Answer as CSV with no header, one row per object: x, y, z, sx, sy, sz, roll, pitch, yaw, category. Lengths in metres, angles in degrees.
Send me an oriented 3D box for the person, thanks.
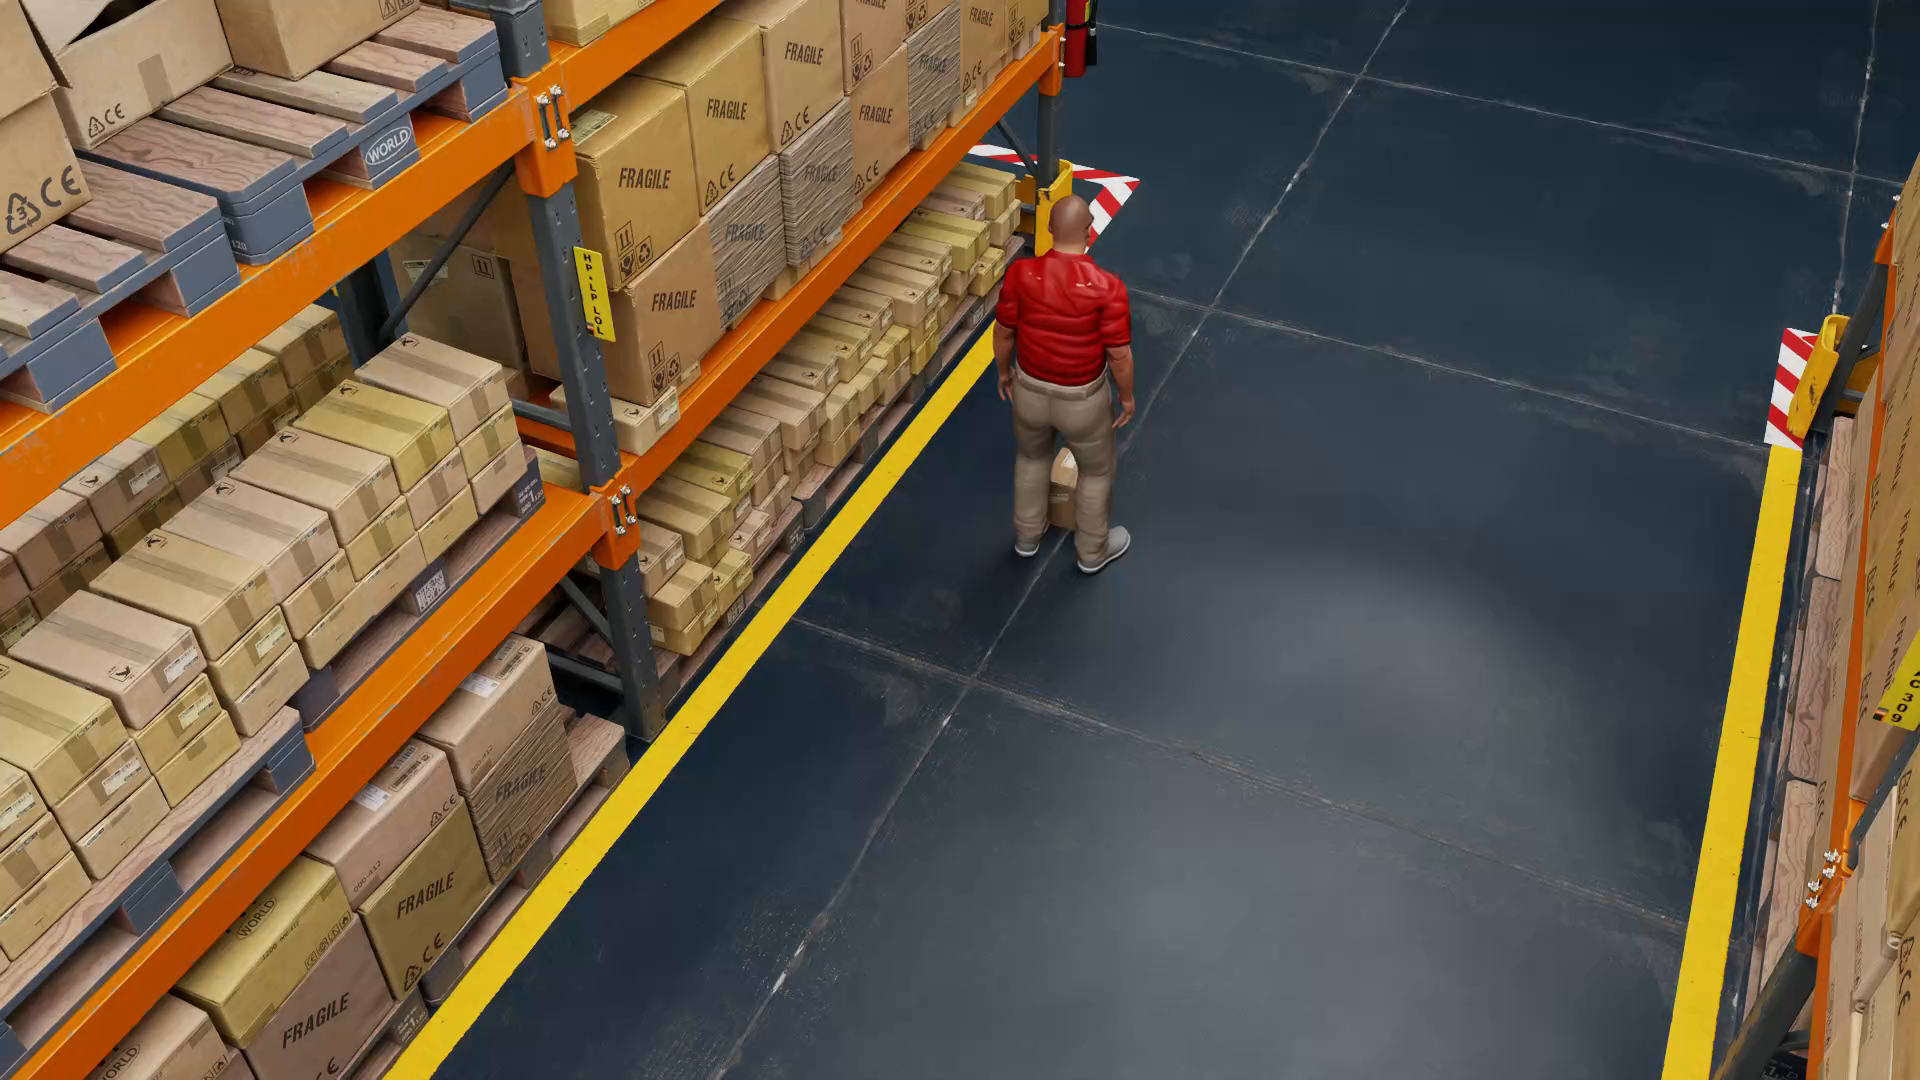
0.431,-0.616,6.860,0.606,1.728,0.387,15,44,16,person
